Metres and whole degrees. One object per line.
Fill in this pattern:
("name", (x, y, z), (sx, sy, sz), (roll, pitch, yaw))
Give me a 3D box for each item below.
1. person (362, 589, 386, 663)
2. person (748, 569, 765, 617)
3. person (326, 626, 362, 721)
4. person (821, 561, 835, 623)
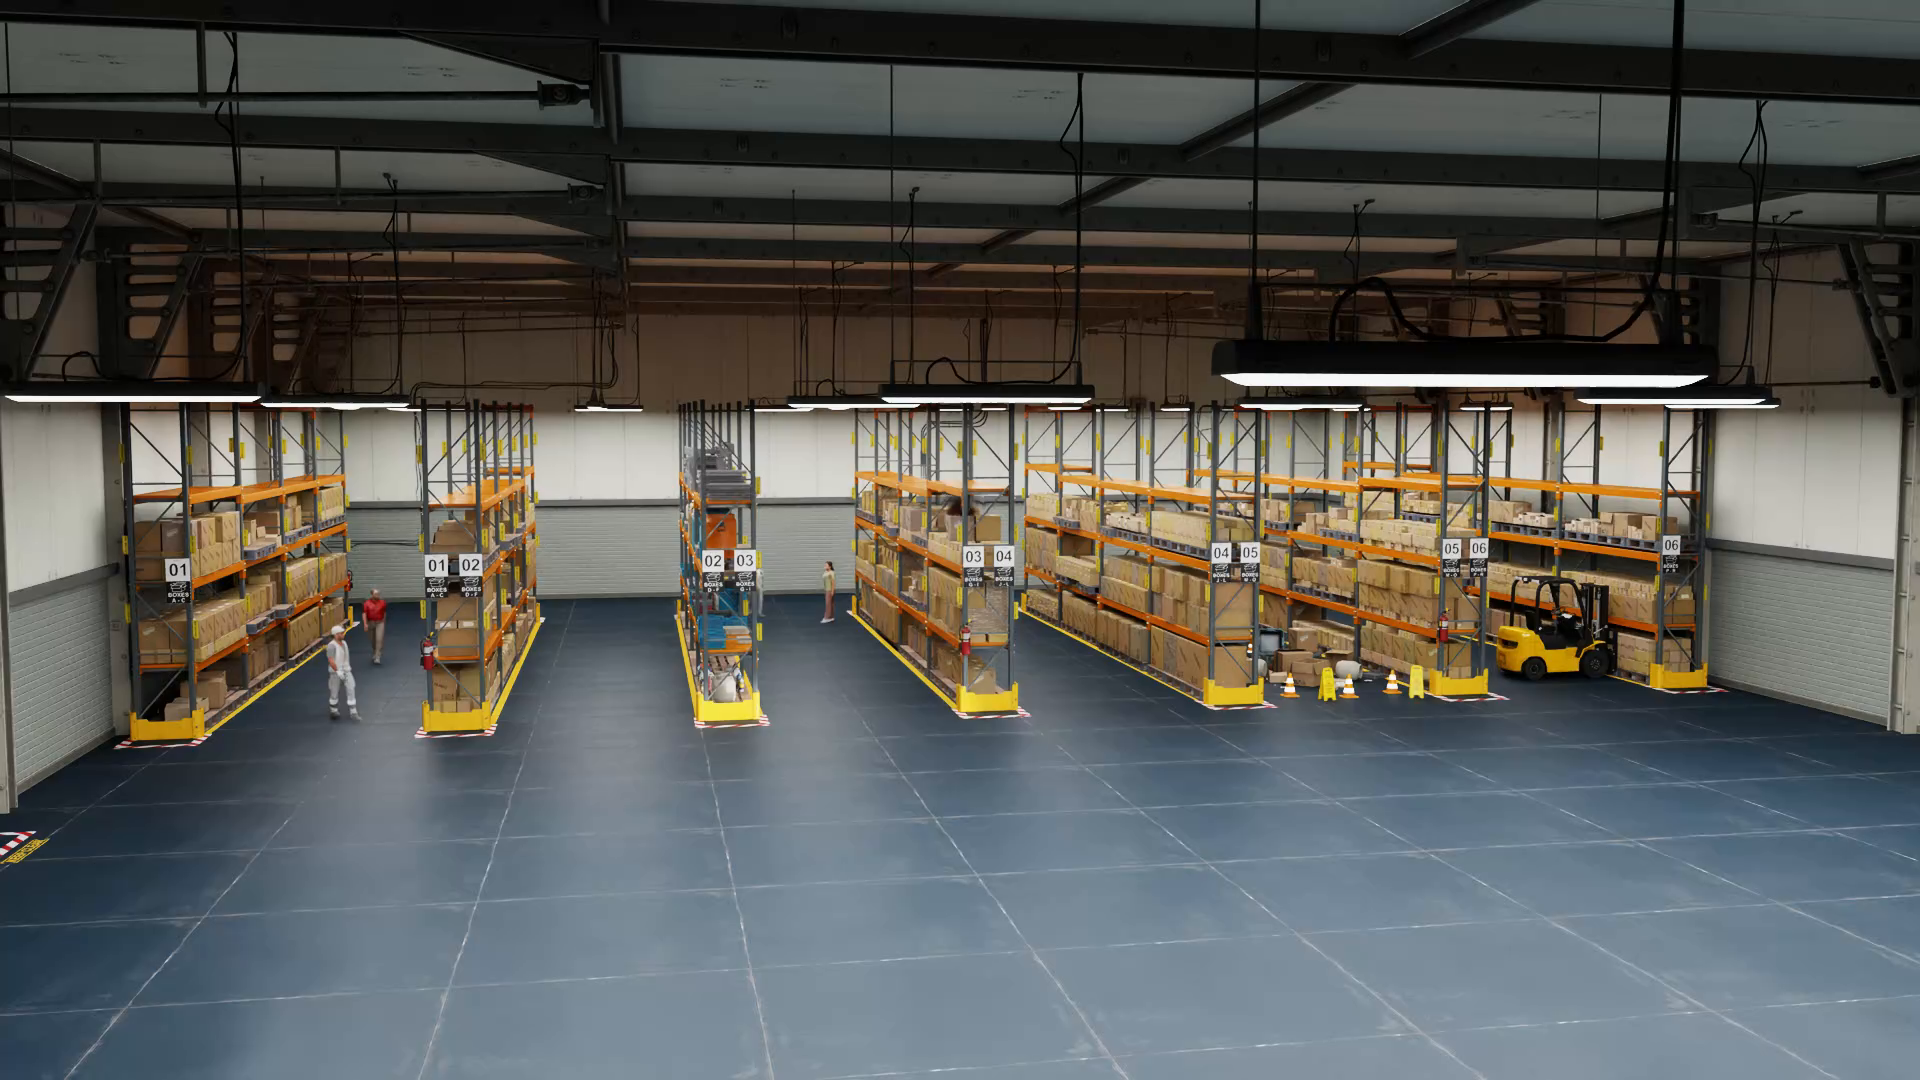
("person", (-13.542, 1.977, 38.414), (0.485, 1.680, 0.991), (0, 4, -6))
("person", (-5.778, 1.348, 47.056), (0.532, 1.637, 0.886), (-2, 5, -22))
("person", (-11.569, 2.471, 31.051), (0.503, 1.735, 0.957), (-3, 5, -36))
("person", (-3.707, 1.433, 46.024), (0.498, 1.681, 0.496), (-2, 5, -27))
